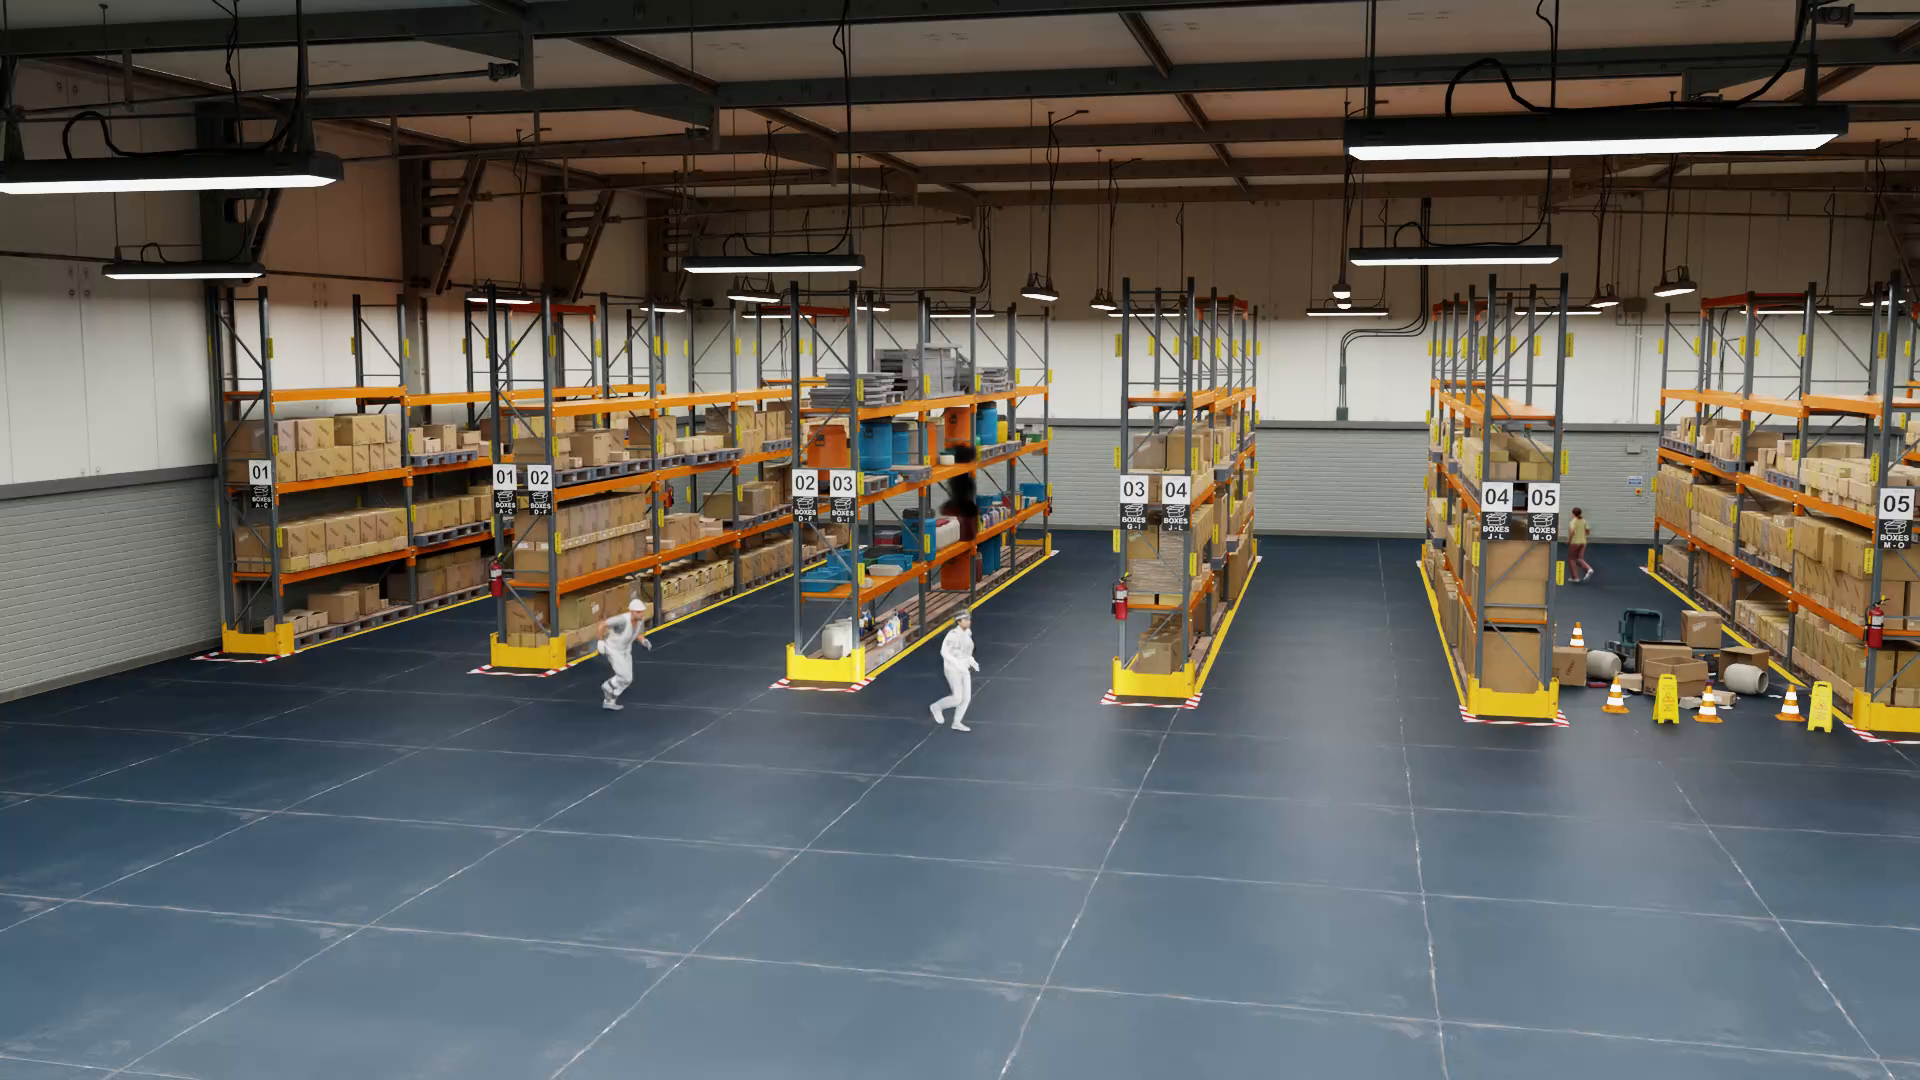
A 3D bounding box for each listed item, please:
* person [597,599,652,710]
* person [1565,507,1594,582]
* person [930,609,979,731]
[{"bbox_3d":[-4.641,1.592,22.890,0.810,1.590,0.697,4,8,31],"label":"person"},{"bbox_3d":[13.326,0.114,35.702,0.576,1.617,0.720,-2,7,-17],"label":"person"},{"bbox_3d":[-0.084,1.693,21.910,0.637,1.640,0.616,5,8,38],"label":"person"}]
